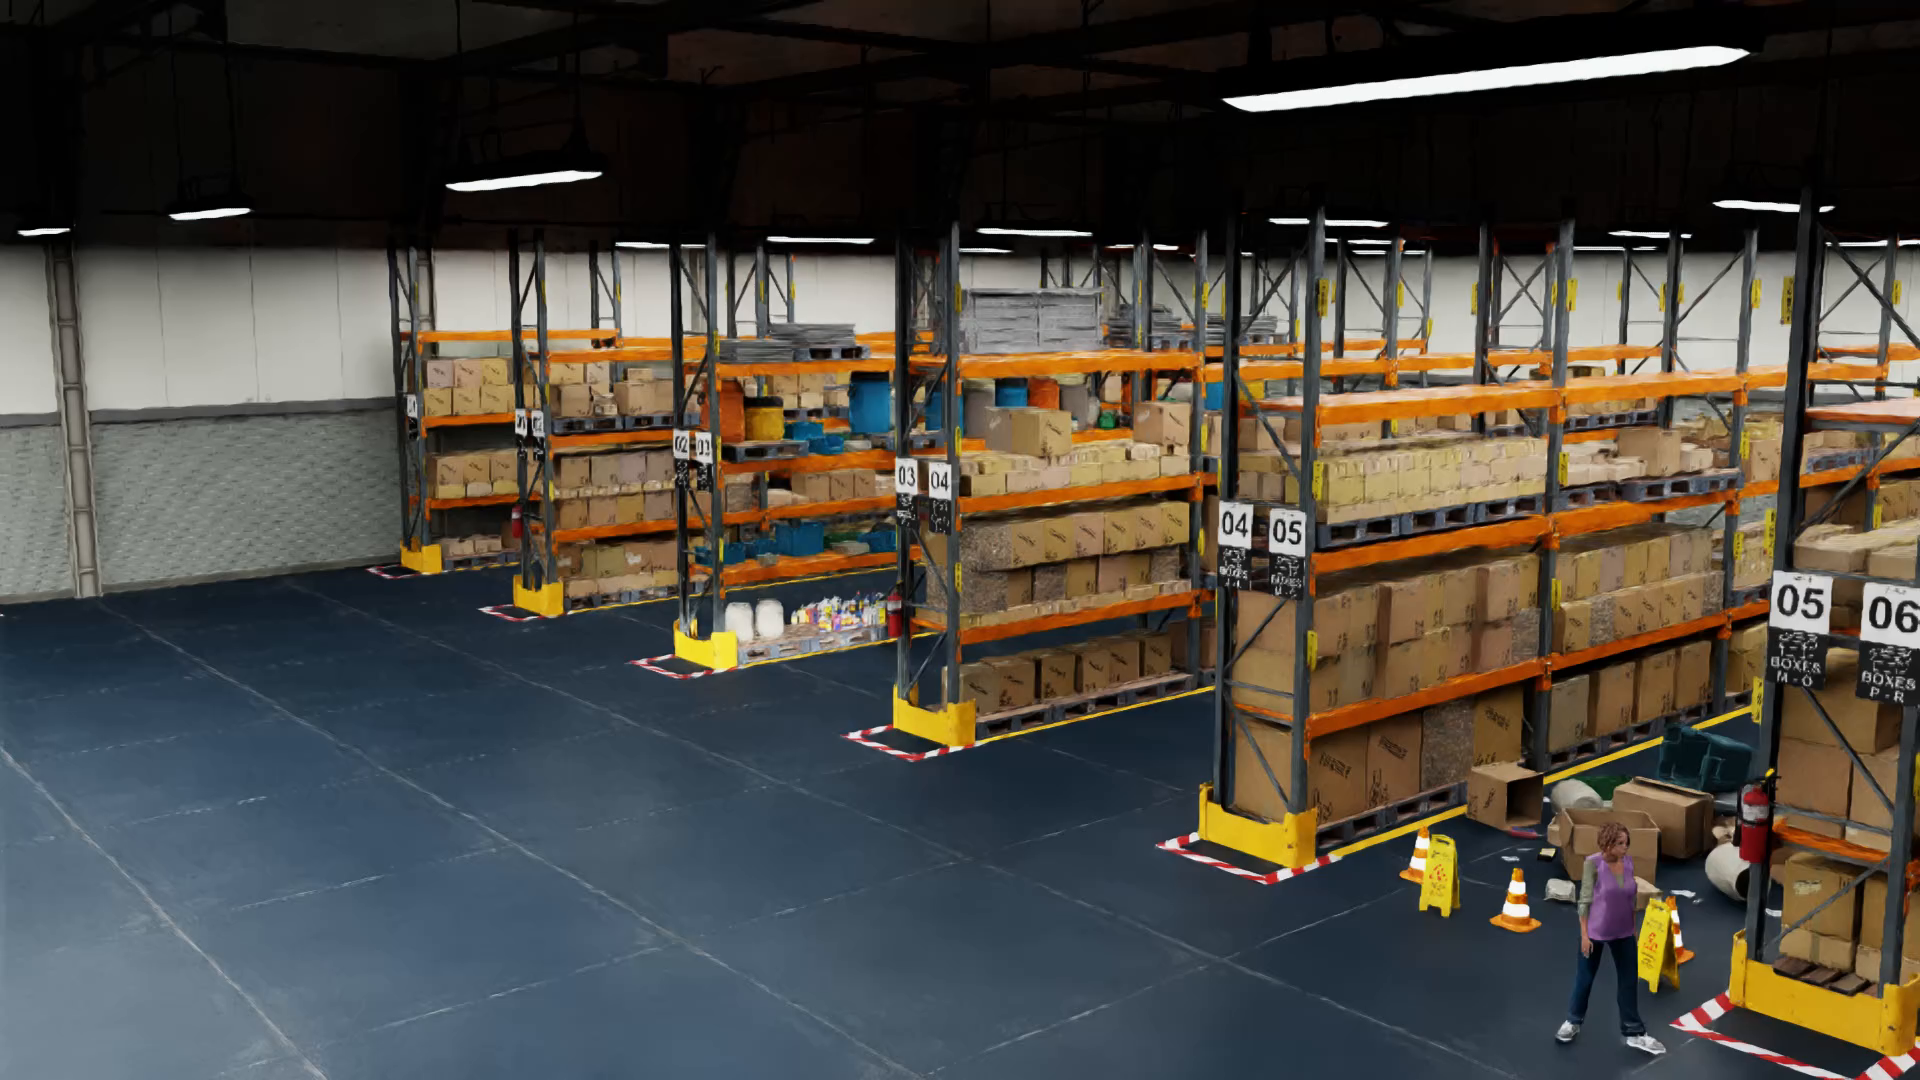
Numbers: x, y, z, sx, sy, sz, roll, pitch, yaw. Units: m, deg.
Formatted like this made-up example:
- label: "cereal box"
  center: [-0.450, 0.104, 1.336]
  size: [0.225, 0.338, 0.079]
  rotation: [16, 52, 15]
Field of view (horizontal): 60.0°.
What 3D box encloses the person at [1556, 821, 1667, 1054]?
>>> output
- label: "person"
  center: [4.416, 2.660, 11.250]
  size: [0.624, 1.588, 0.496]
  rotation: [-1, 9, -8]
